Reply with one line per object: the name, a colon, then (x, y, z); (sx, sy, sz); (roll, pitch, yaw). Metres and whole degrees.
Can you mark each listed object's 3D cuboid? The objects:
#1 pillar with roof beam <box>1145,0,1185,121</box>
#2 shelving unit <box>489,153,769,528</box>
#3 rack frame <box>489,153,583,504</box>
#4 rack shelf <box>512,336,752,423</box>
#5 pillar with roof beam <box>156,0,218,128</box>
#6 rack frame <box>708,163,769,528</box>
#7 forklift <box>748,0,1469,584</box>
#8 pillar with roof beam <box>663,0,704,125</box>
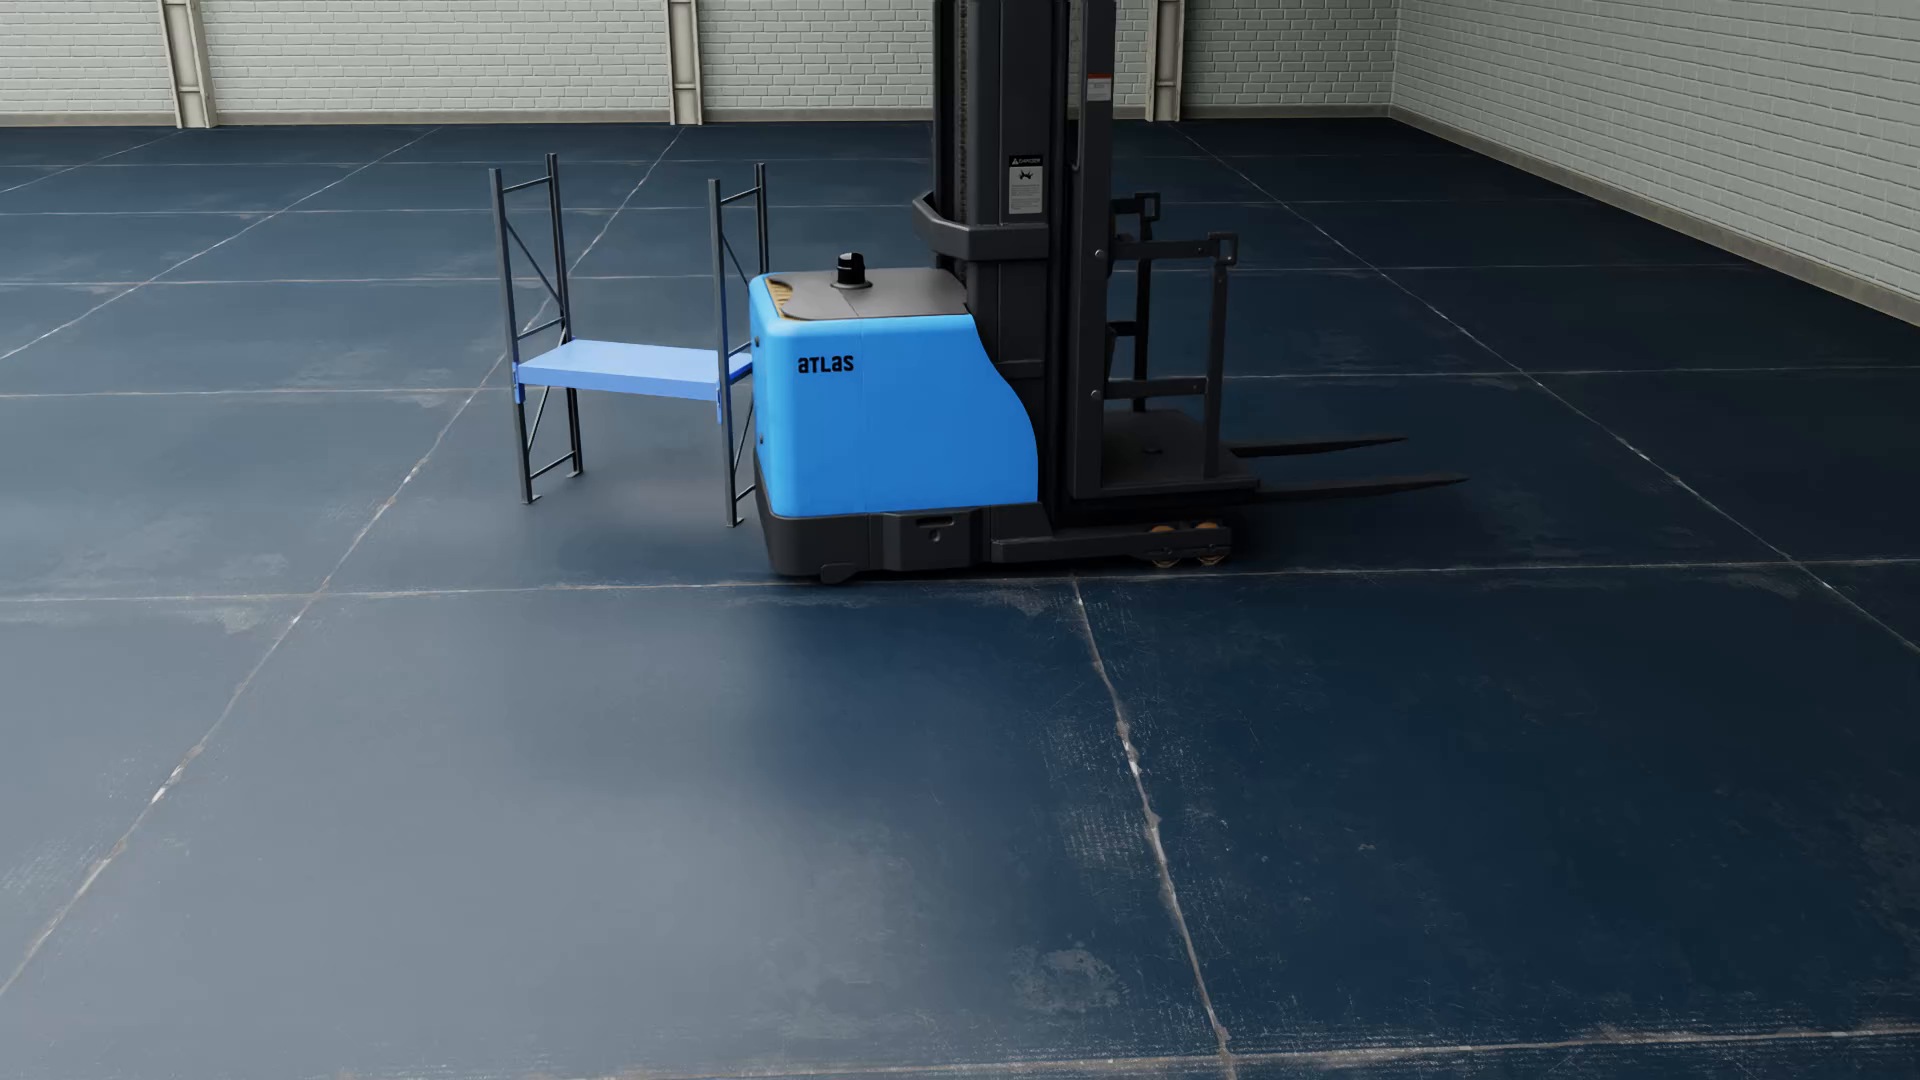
pillar with roof beam: (2.821, -8.025, 15.552); (0.400, 9.000, 9.100); (-1, 21, -3)
shelving unit: (-1.415, -0.894, 7.360); (1.048, 1.500, 0.538); (6, 22, 16)
rack frame: (-1.899, -0.948, 7.504); (0.032, 1.500, 0.500); (6, 22, 16)
rack shelf: (-1.415, -0.726, 7.424); (1.000, 0.185, 0.538); (6, 22, 16)
pillar with roof beam: (-9.159, -7.781, 14.911); (0.400, 9.000, 9.100); (-1, 21, -3)
rack frame: (-0.930, -0.839, 7.217); (0.032, 1.500, 0.500); (6, 22, 16)
forklift: (0.657, -1.440, 6.785); (3.031, 2.935, 1.130); (-4, 21, -10)
pillar with roof beam: (-3.169, -7.903, 15.231); (0.400, 9.000, 9.100); (-1, 21, -3)
